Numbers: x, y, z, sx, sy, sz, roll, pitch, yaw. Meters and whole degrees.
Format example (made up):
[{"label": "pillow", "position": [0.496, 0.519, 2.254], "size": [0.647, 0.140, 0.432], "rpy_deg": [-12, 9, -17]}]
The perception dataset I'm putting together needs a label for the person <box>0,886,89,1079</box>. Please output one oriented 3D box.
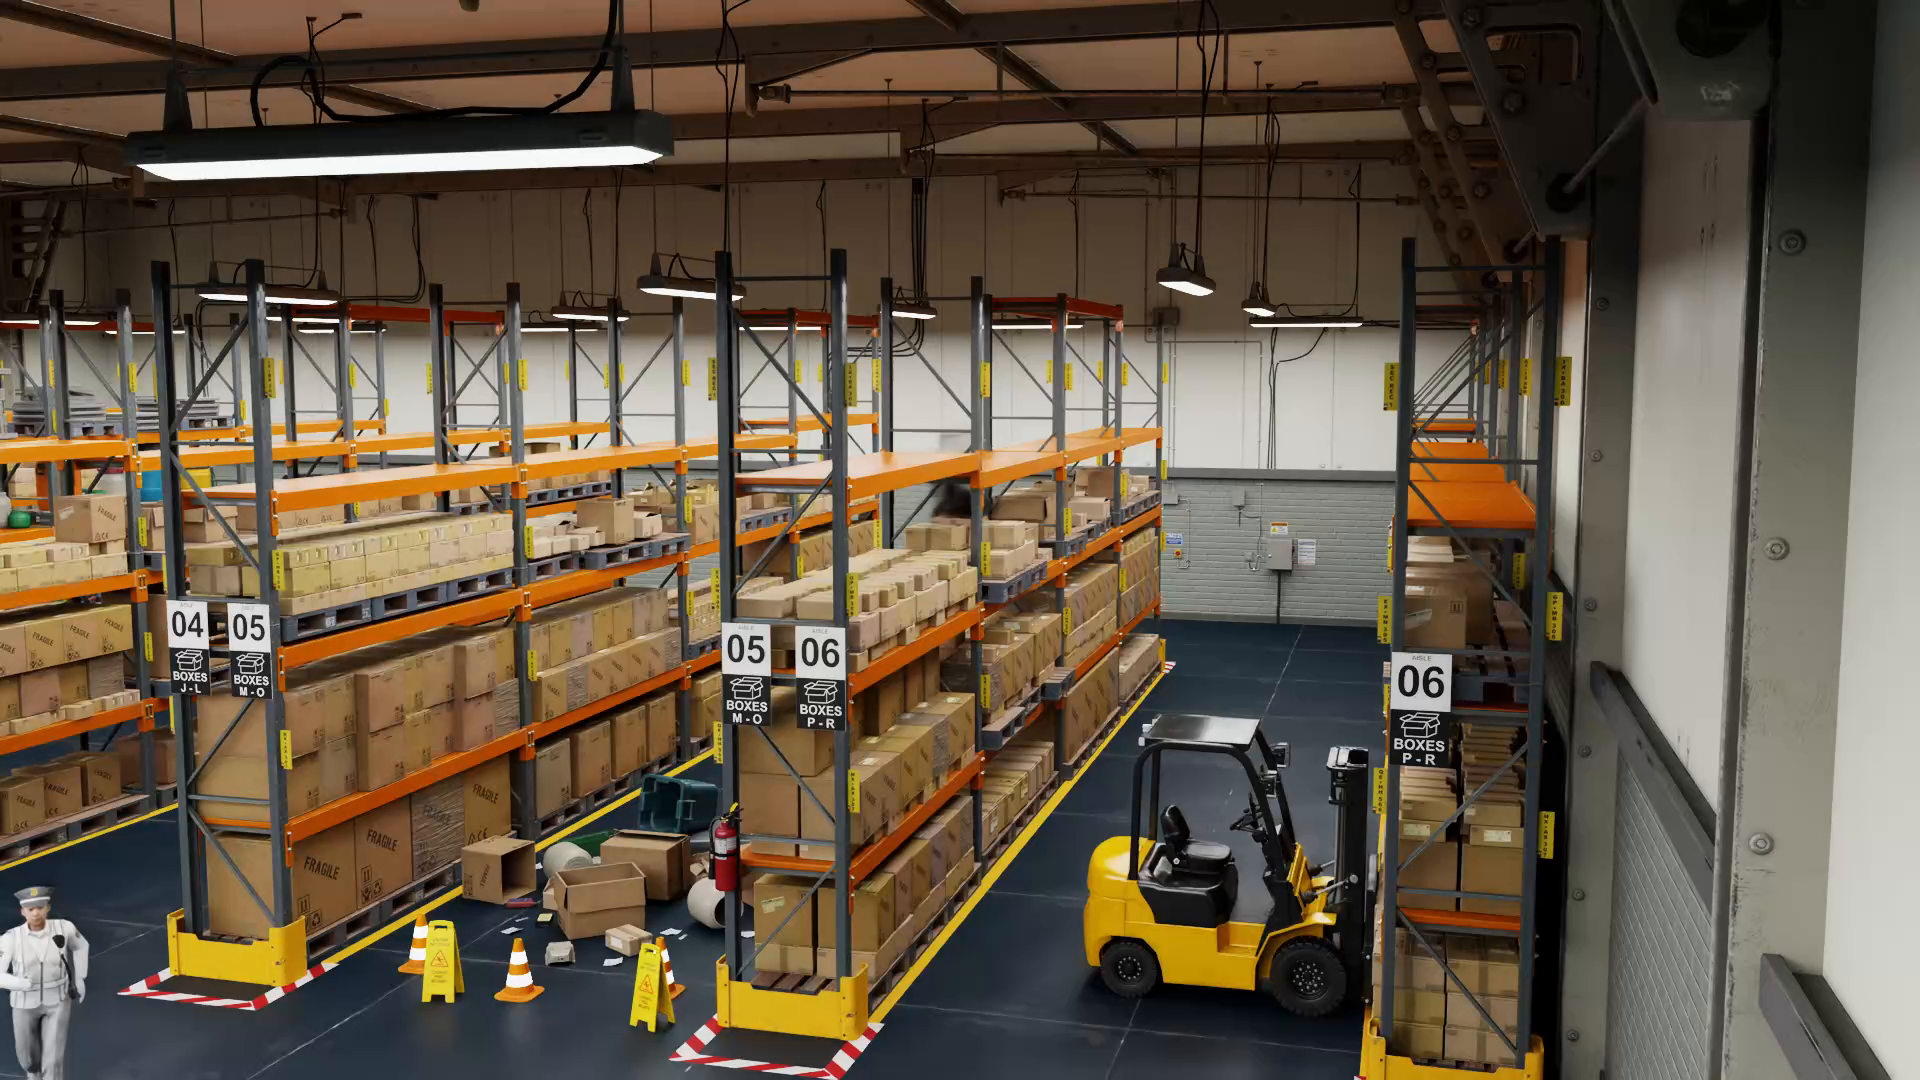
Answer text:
[{"label": "person", "position": [-6.214, 3.127, 11.249], "size": [0.612, 1.675, 0.886], "rpy_deg": [-3, 7, -29]}]
